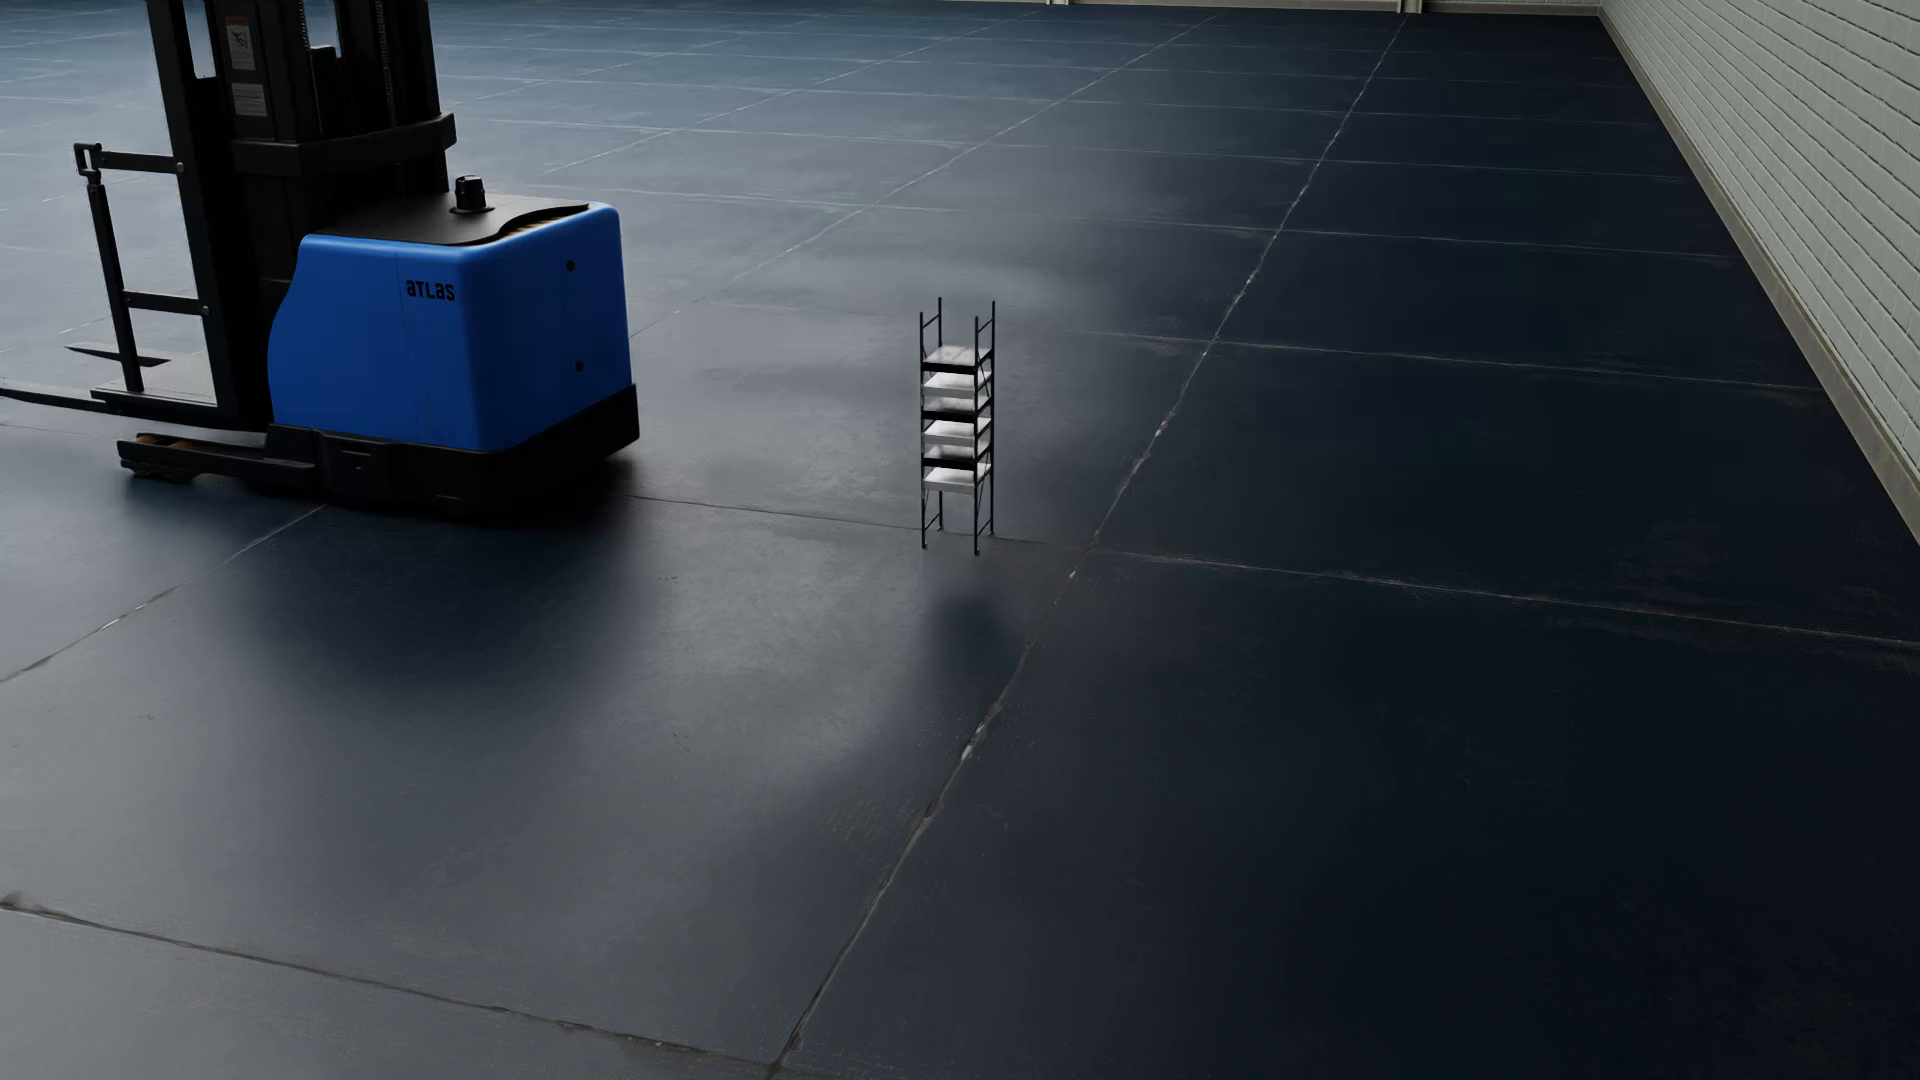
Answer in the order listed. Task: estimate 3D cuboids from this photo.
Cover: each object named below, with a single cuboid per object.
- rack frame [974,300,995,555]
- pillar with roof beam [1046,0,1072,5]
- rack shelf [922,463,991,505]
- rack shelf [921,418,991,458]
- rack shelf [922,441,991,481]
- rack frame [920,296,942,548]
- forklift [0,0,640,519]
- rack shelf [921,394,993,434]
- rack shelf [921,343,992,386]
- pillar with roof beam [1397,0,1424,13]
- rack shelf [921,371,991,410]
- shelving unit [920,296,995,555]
[{"bbox_3d":[0.090,-0.406,6.074,0.006,0.900,0.240,7,23,16],"label":"rack frame"},{"bbox_3d":[0.511,-12.059,23.811,0.400,9.000,9.100,7,23,16],"label":"pillar with roof beam"},{"bbox_3d":[-0.008,-0.220,6.182,0.200,0.077,0.258,7,23,16],"label":"rack shelf"},{"bbox_3d":[-0.008,-0.386,6.114,0.200,0.077,0.258,7,23,16],"label":"rack shelf"},{"bbox_3d":[-0.008,-0.303,6.148,0.200,0.077,0.258,7,23,16],"label":"rack shelf"},{"bbox_3d":[-0.105,-0.428,6.129,0.006,0.900,0.240,7,23,16],"label":"rack frame"},{"bbox_3d":[-2.950,-1.772,6.727,3.031,2.935,1.130,8,24,19],"label":"forklift"},{"bbox_3d":[-0.008,-0.470,6.080,0.200,0.077,0.258,7,23,16],"label":"rack shelf"},{"bbox_3d":[-0.008,-0.636,6.012,0.200,0.077,0.258,7,23,16],"label":"rack shelf"},{"bbox_3d":[6.255,-11.401,22.208,0.400,9.000,9.100,7,23,16],"label":"pillar with roof beam"},{"bbox_3d":[-0.008,-0.553,6.046,0.200,0.077,0.258,7,23,16],"label":"rack shelf"},{"bbox_3d":[-0.008,-0.417,6.101,0.210,0.900,0.258,7,23,16],"label":"shelving unit"}]
